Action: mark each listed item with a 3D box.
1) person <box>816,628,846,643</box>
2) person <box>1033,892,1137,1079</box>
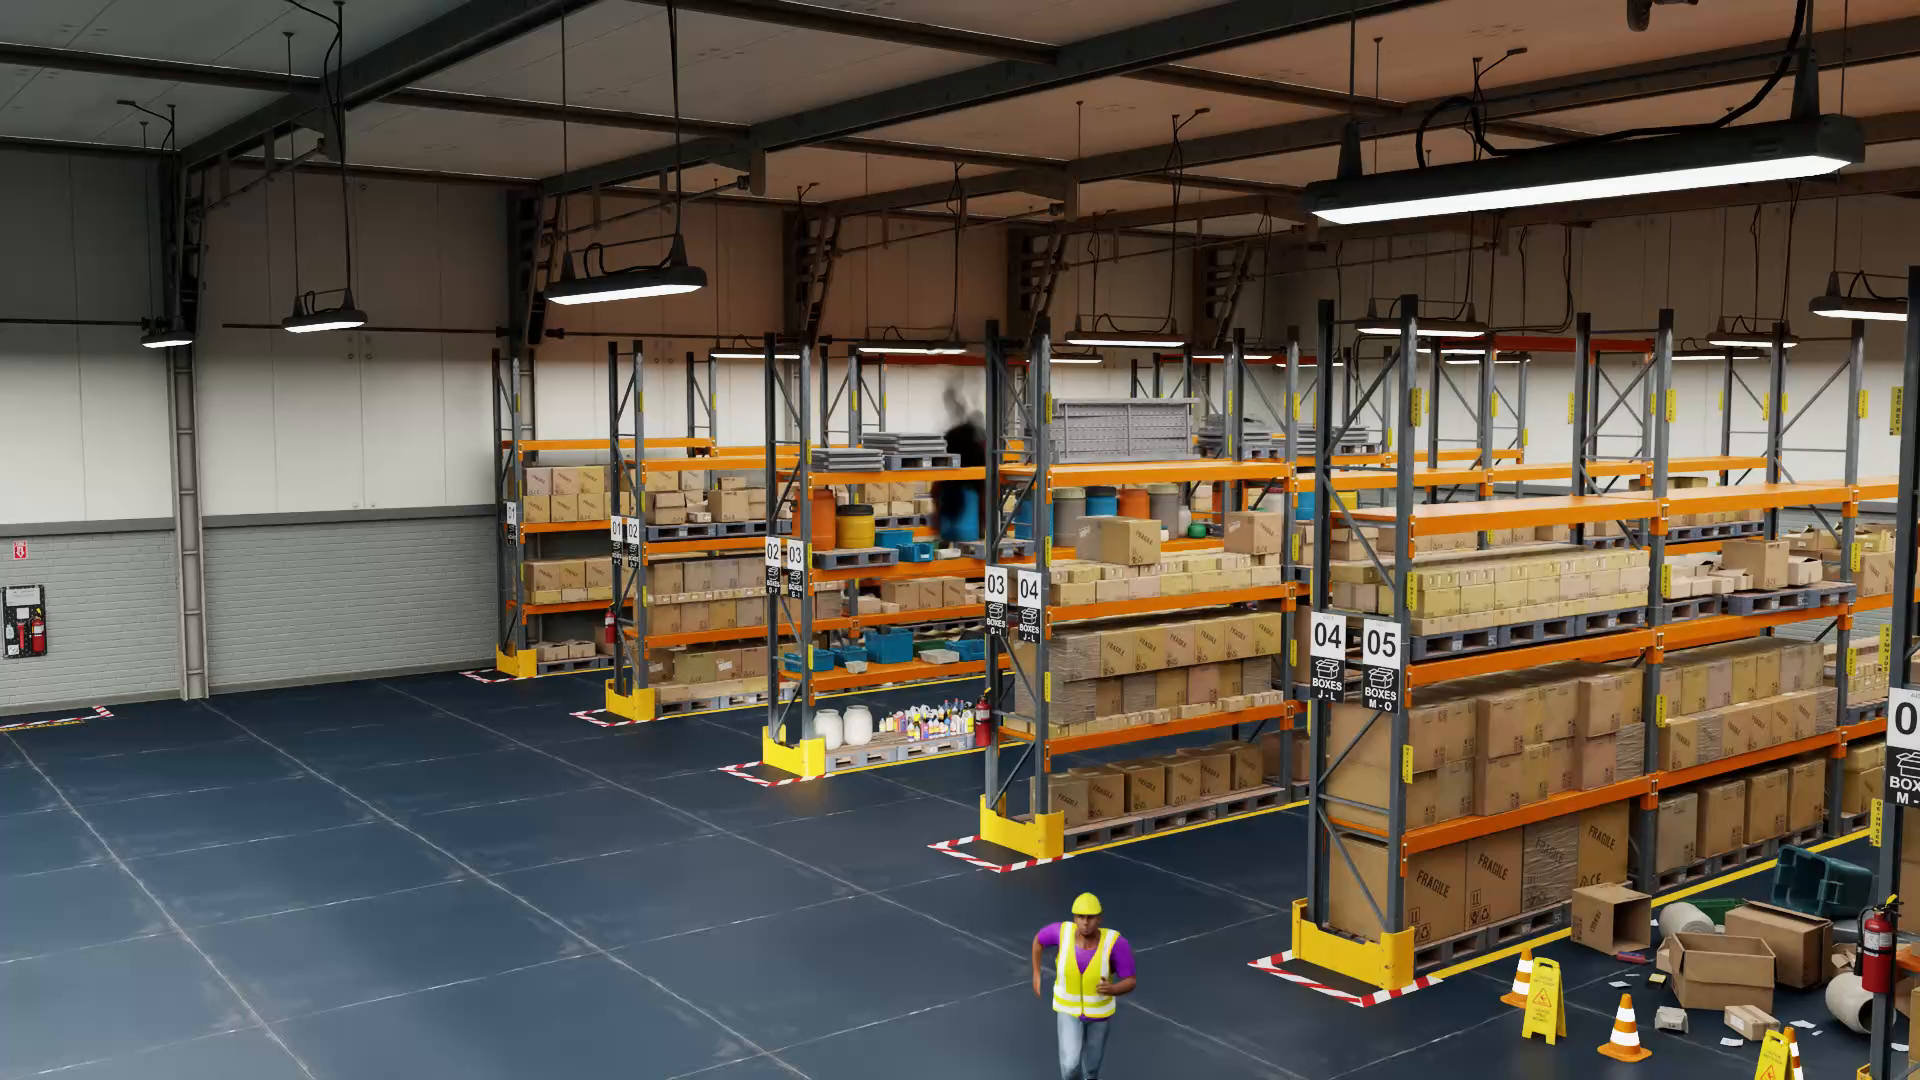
[{"bbox_3d":[-2.442,1.517,31.407,0.987,1.807,0.674,-4,6,-39],"label":"person"},{"bbox_3d":[0.853,3.286,11.507,0.729,1.784,0.834,1,5,6],"label":"person"}]
